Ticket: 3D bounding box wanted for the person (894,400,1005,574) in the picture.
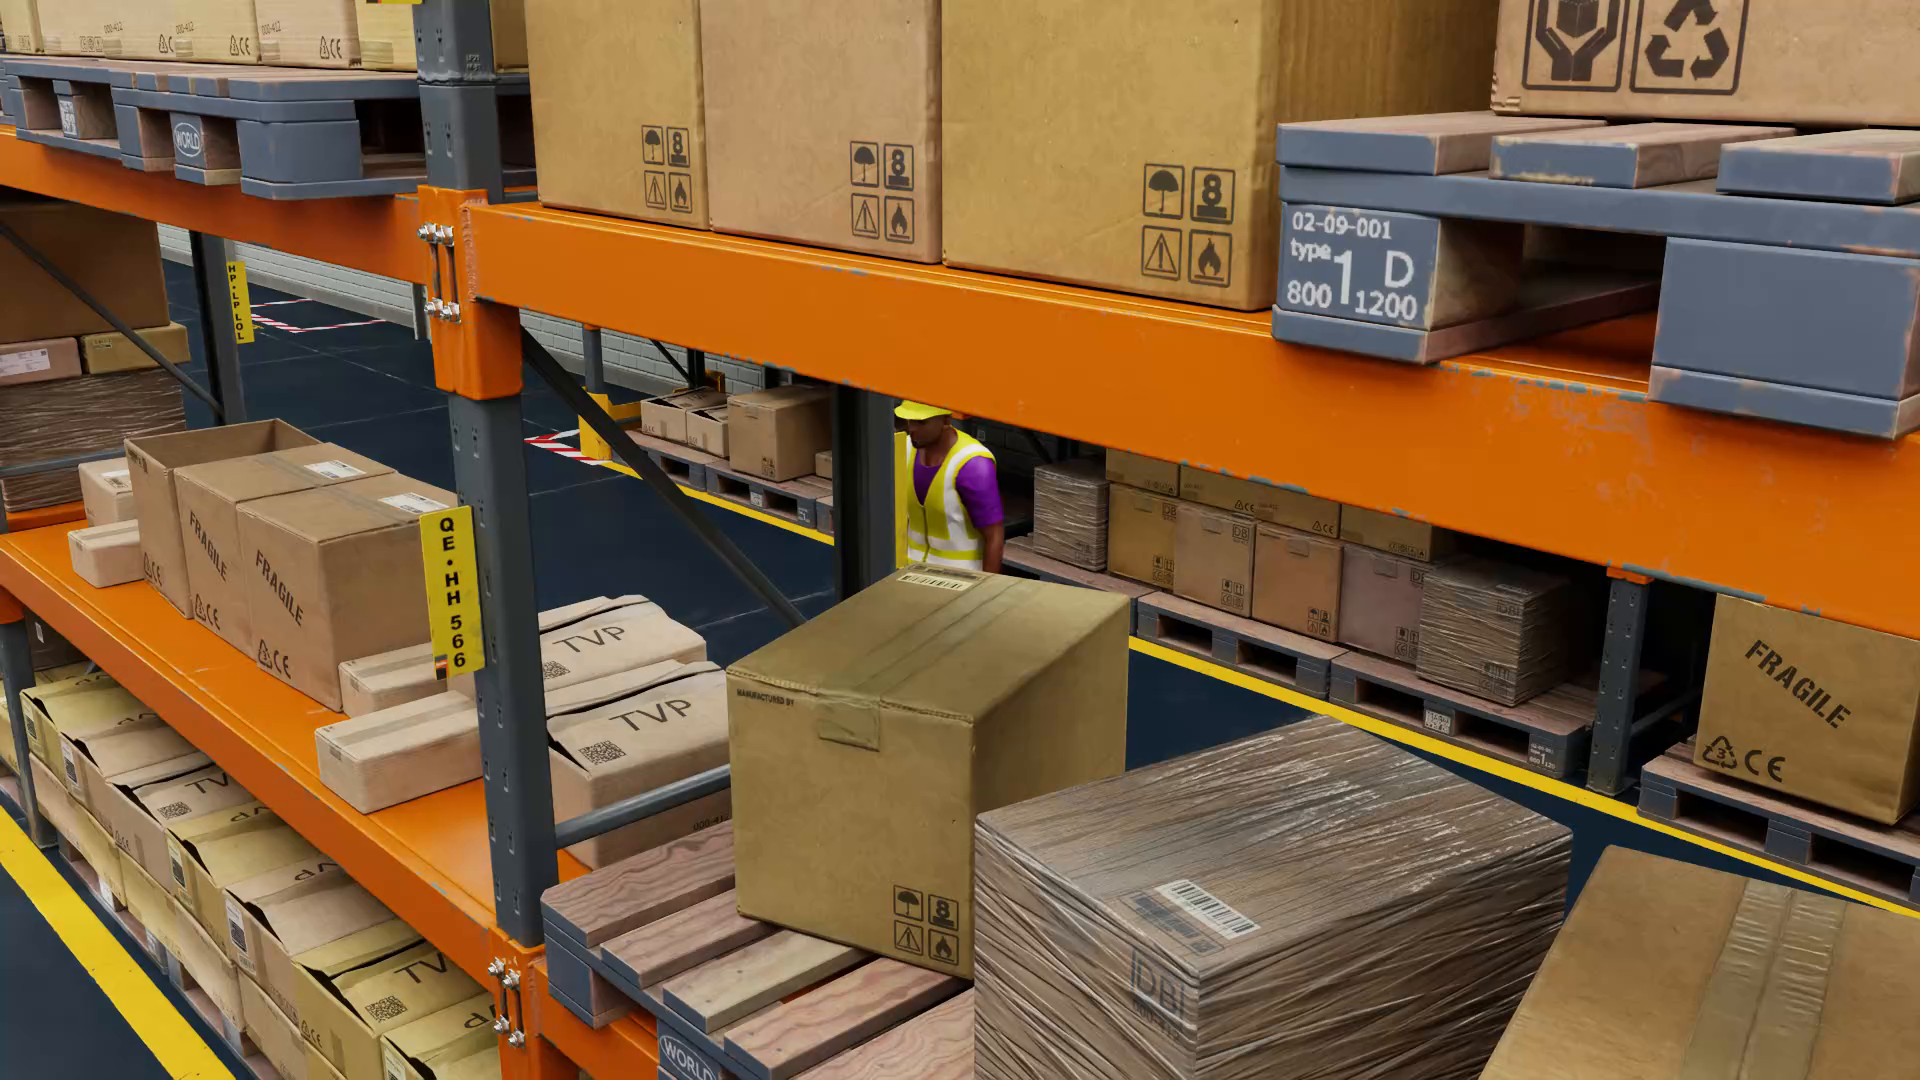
[{"bbox_3d":[-0.093,0.159,7.000,0.638,1.761,0.459,16,24,42],"label":"person"}]
